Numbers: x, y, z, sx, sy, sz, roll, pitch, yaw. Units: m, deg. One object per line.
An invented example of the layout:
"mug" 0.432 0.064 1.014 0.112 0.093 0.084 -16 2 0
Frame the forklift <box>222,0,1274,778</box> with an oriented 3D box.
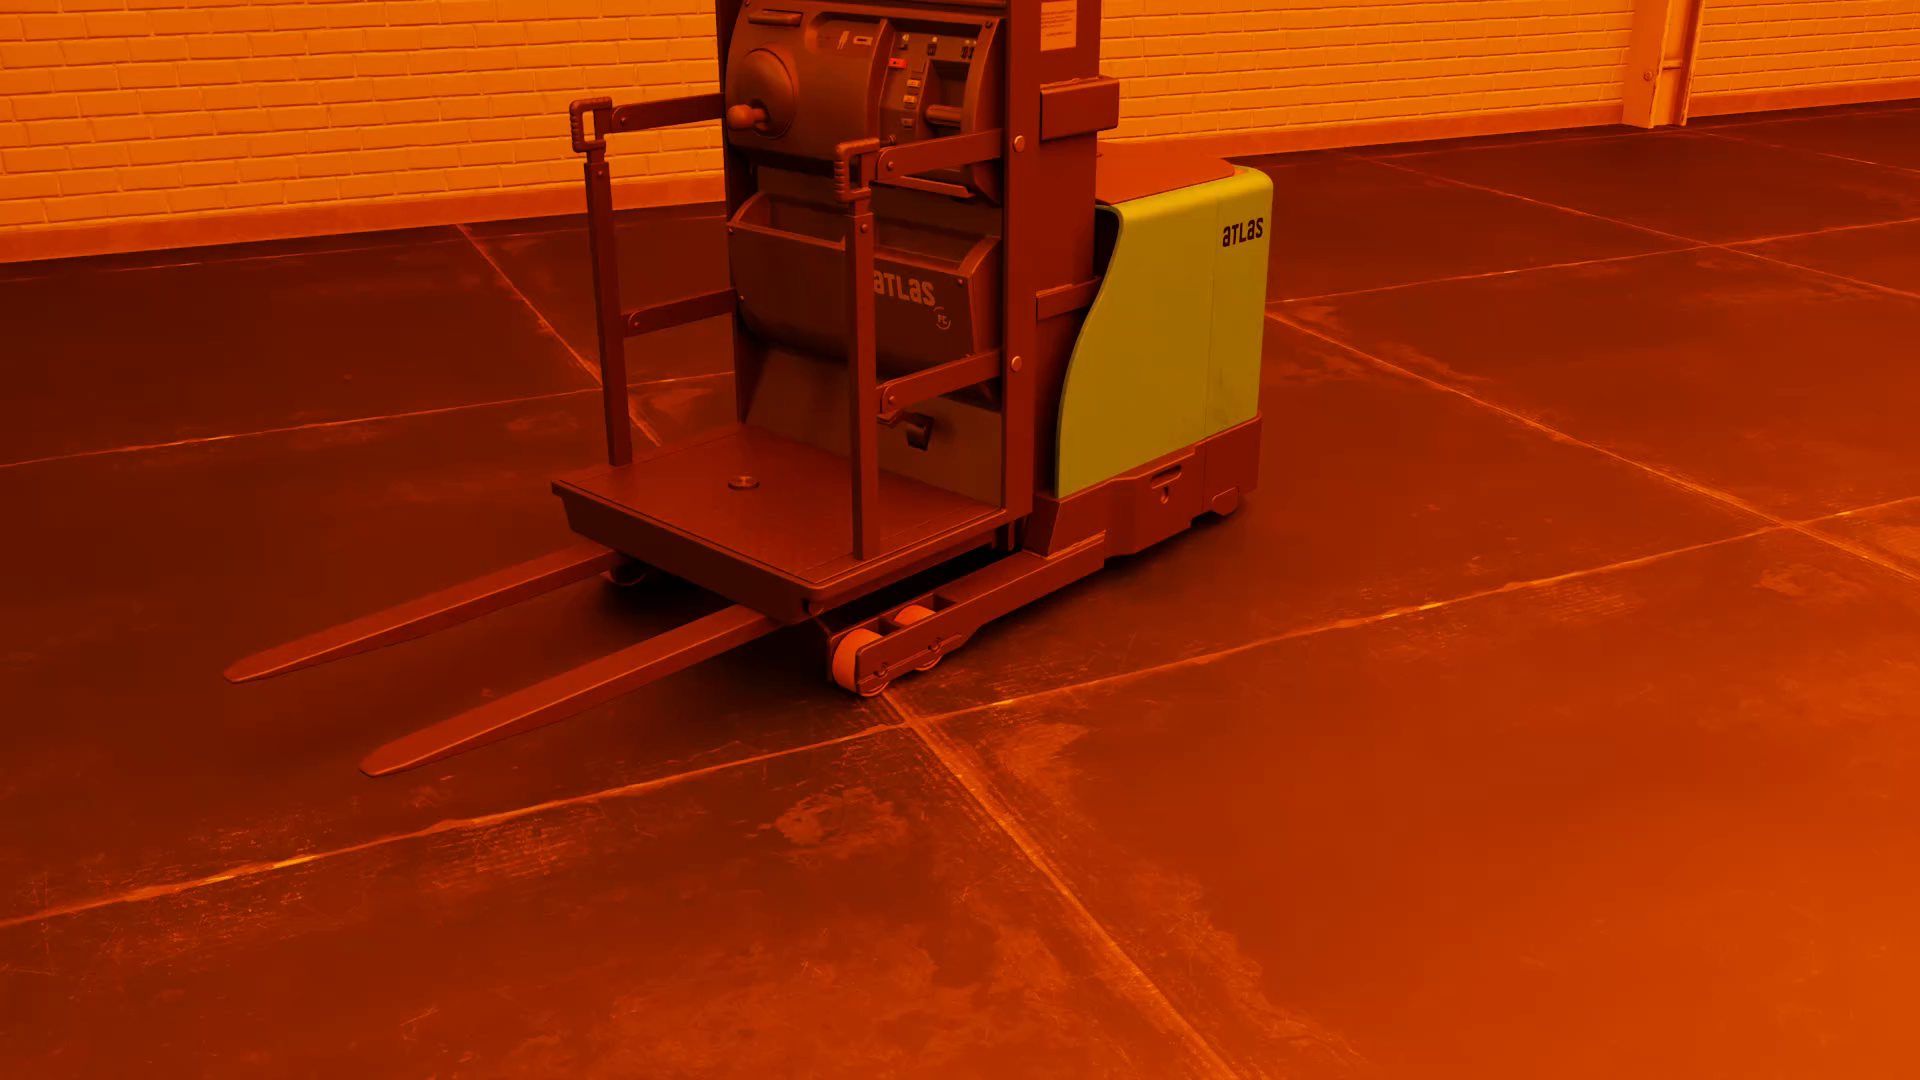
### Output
"forklift" -0.413 -1.182 4.131 1.130 2.935 3.031 19 29 39
